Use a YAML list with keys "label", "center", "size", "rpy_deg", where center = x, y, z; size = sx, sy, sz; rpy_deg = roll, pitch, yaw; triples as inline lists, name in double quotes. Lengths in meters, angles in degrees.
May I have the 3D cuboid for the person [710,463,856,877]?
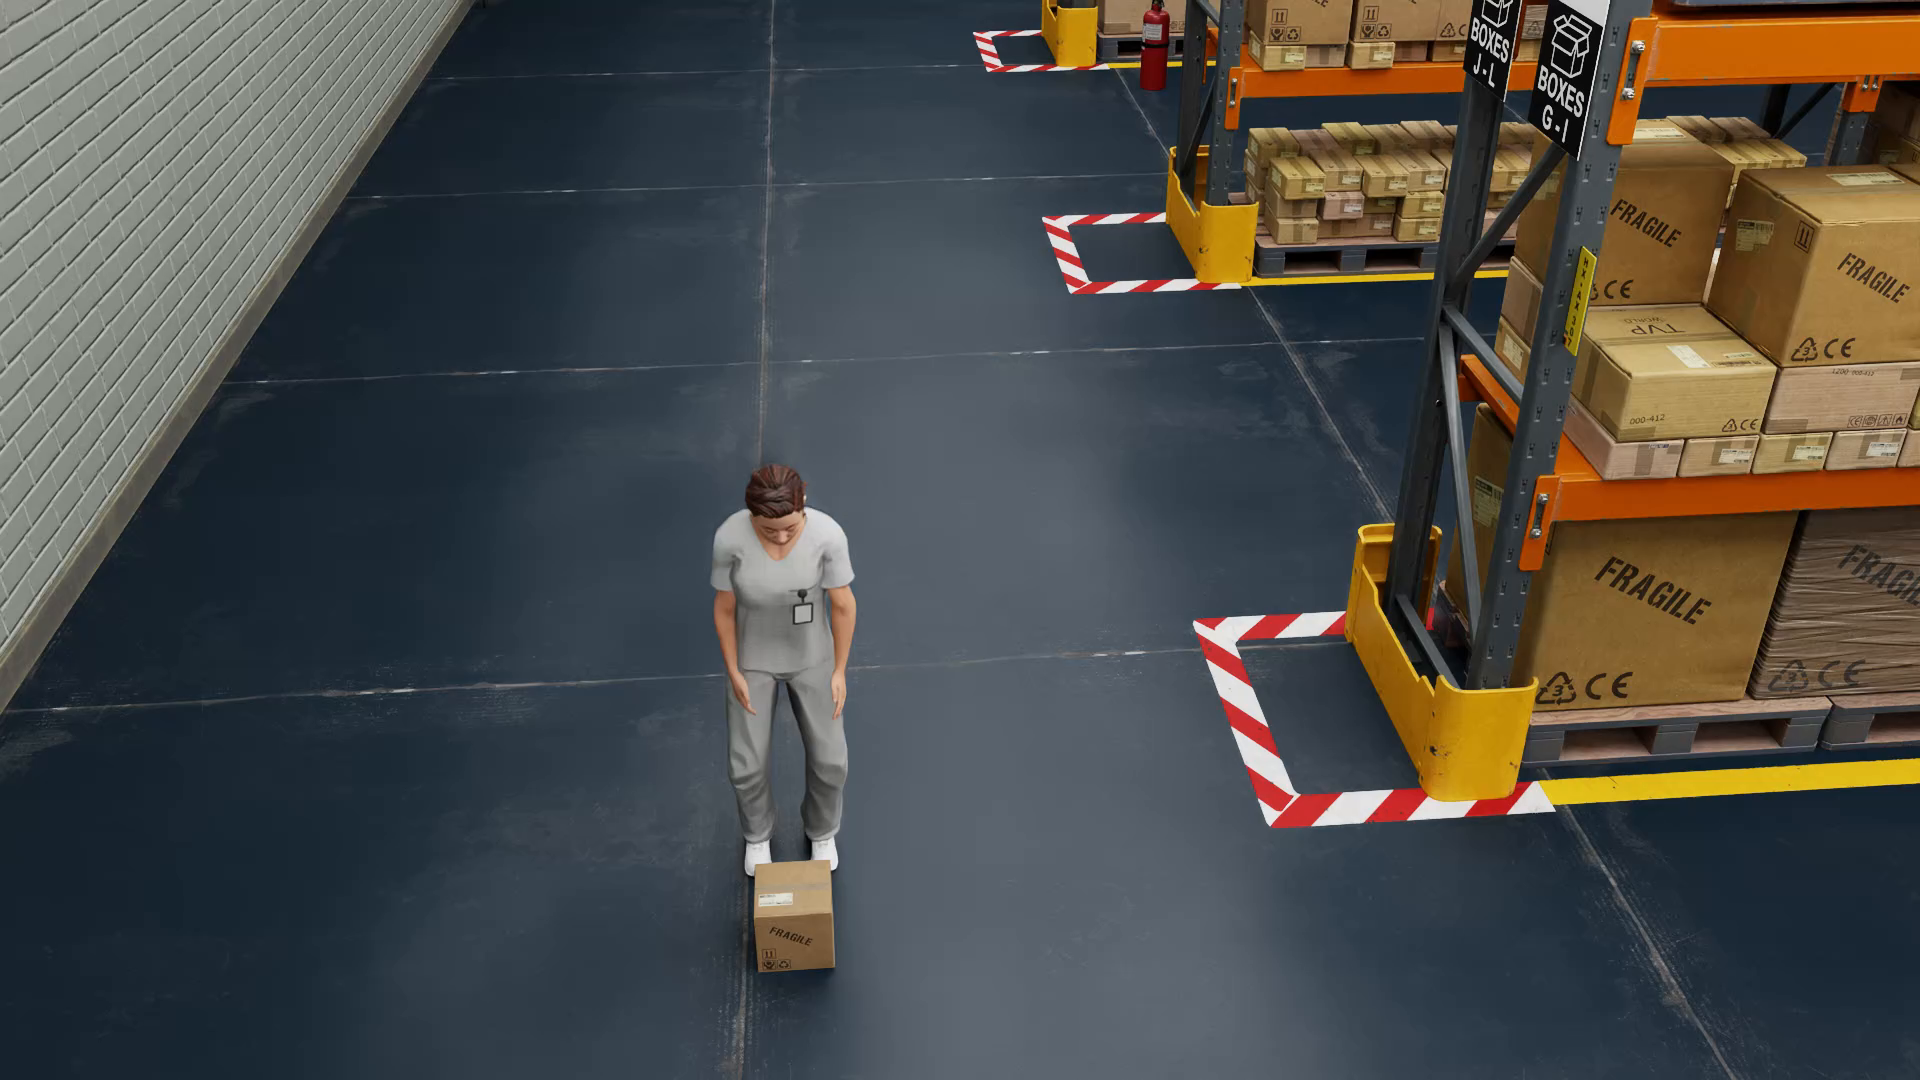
- label: "person"
  center: [-0.569, 0.420, 5.508]
  size: [0.464, 1.616, 0.406]
  rpy_deg: [-2, 31, -3]
